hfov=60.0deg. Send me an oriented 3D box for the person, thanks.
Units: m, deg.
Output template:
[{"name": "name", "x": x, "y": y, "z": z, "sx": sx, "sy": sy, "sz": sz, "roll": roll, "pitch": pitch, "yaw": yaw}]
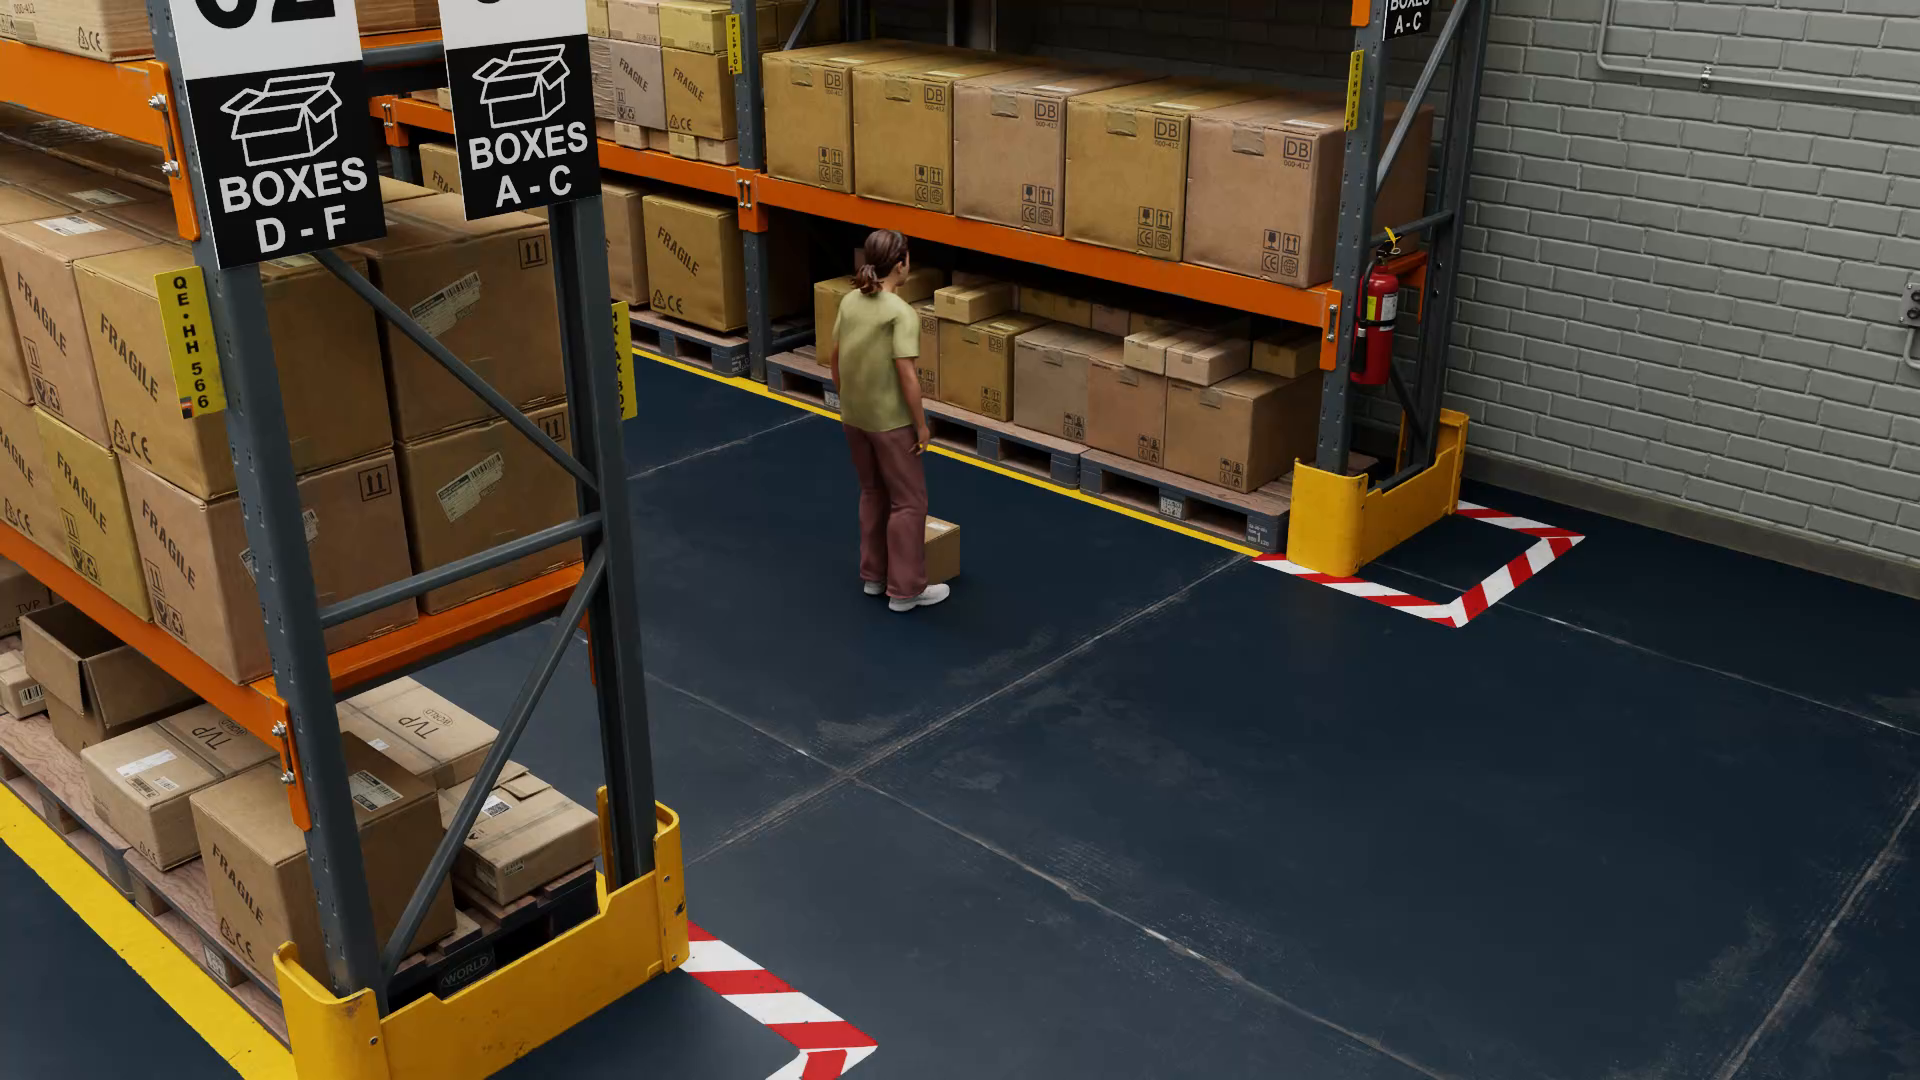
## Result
[{"name": "person", "x": -0.315, "y": -0.526, "z": 7.283, "sx": 0.502, "sy": 1.673, "sz": 0.405, "roll": 20, "pitch": 31, "yaw": 37}]
